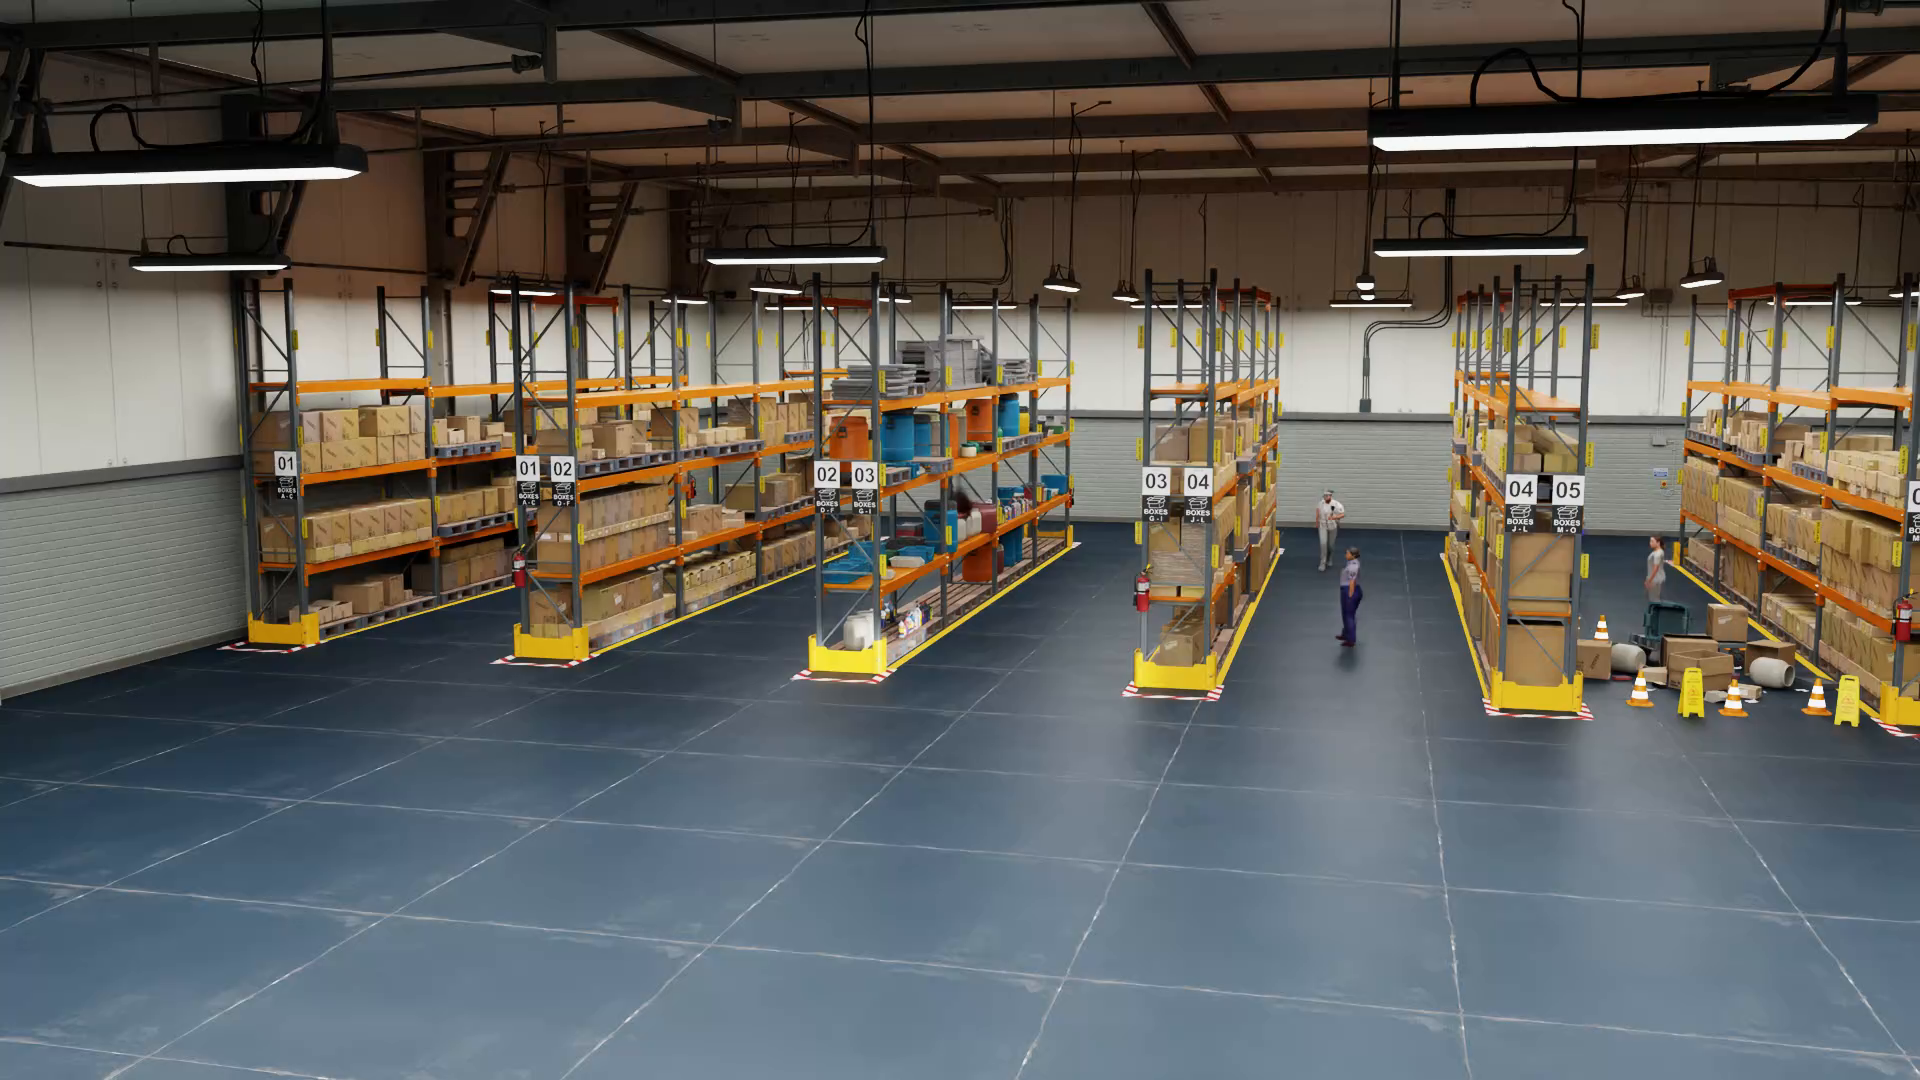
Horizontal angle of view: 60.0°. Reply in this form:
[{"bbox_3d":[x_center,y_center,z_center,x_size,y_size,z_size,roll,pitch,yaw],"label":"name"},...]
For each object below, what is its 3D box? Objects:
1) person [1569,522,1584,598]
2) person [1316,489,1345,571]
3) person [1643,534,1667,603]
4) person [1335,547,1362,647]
[{"bbox_3d":[11.800,0.345,32.058,0.522,1.665,0.443,-7,10,-44],"label":"person"},{"bbox_3d":[8.105,-0.254,36.419,0.625,1.742,1.002,1,7,12],"label":"person"},{"bbox_3d":[12.012,0.717,28.779,0.483,1.660,0.450,-6,9,-41],"label":"person"},{"bbox_3d":[6.381,0.907,27.478,0.536,1.645,0.567,5,8,35],"label":"person"}]
